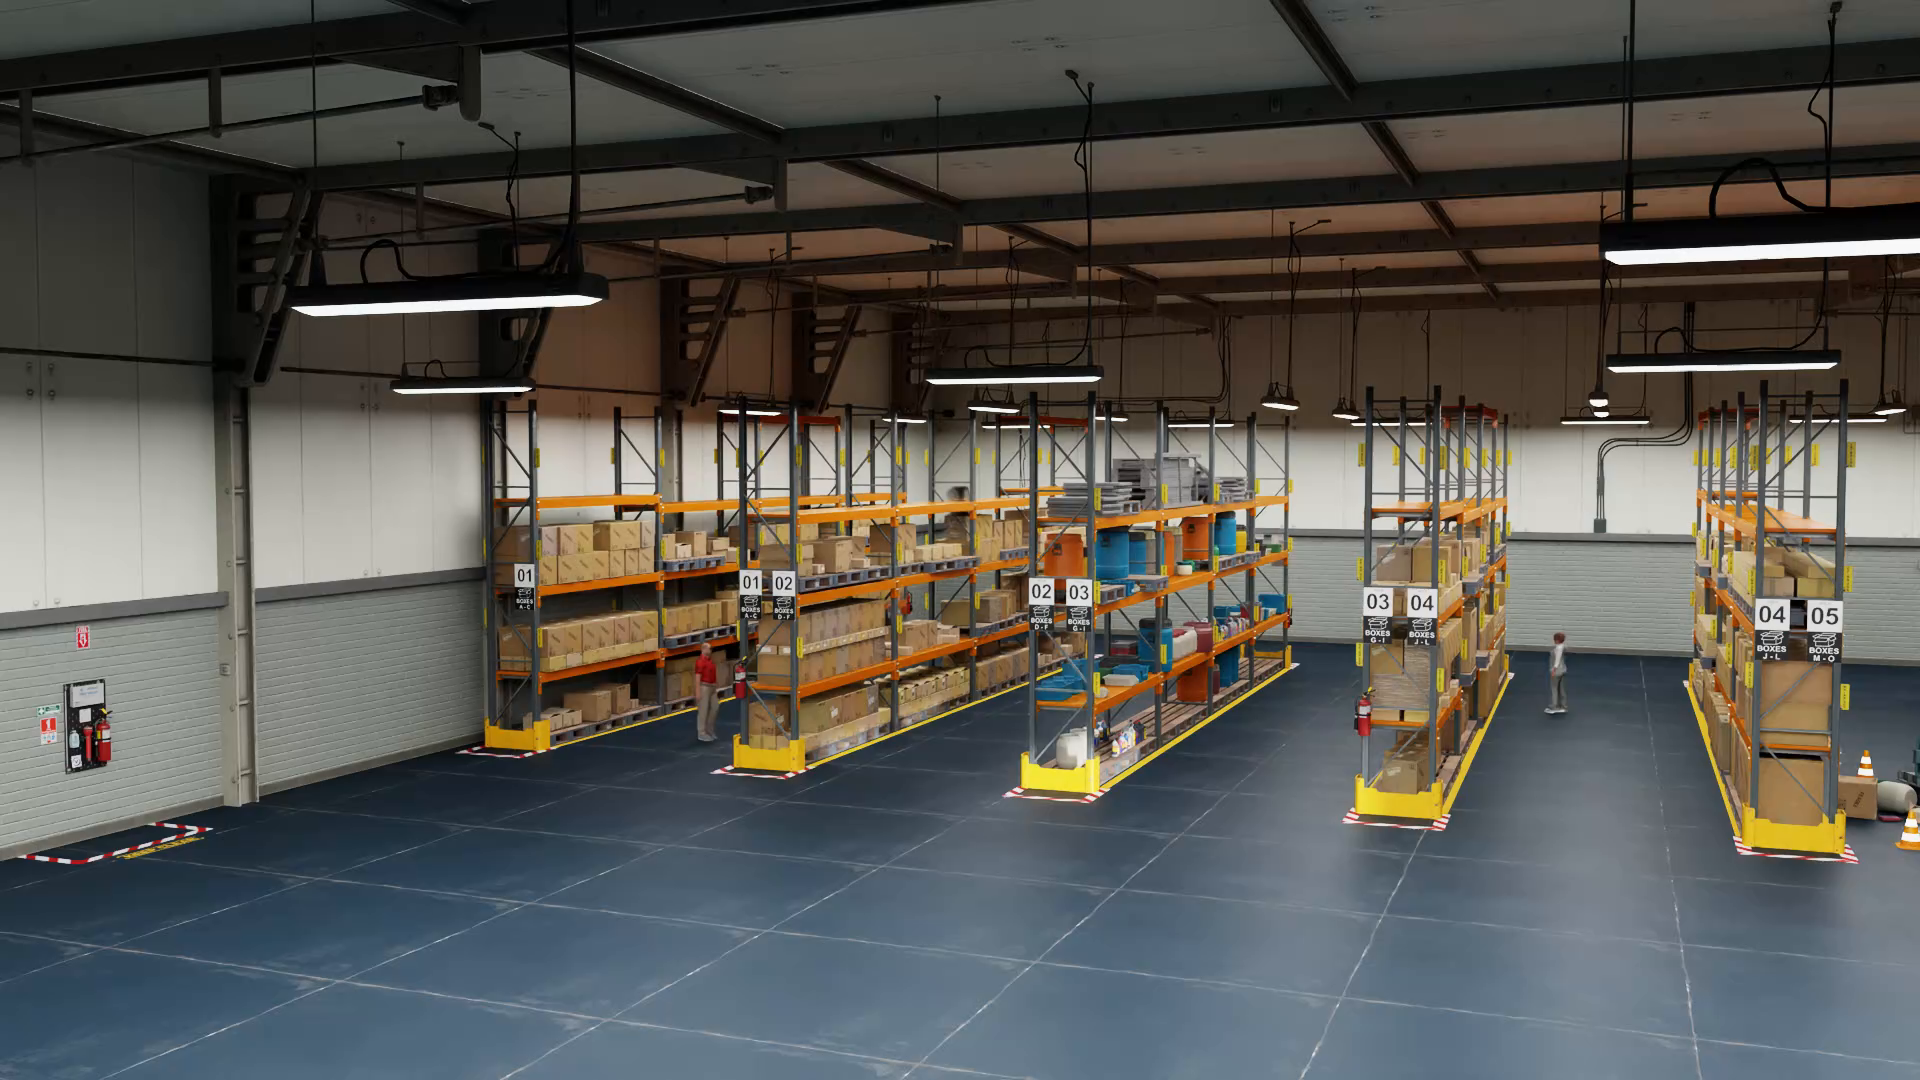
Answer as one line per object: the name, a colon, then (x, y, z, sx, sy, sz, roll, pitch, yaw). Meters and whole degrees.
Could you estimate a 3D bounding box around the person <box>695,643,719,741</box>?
person: (-4.503, 2.717, 29.525, 0.369, 1.793, 0.591, 1, 3, 16)

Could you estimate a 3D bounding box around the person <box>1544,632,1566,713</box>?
person: (11.670, 2.599, 32.582, 0.376, 1.601, 0.477, 2, 4, 37)

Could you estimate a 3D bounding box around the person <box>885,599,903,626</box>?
person: (-1.632, 2.235, 39.309, 0.660, 1.676, 1.066, 1, 3, 17)
